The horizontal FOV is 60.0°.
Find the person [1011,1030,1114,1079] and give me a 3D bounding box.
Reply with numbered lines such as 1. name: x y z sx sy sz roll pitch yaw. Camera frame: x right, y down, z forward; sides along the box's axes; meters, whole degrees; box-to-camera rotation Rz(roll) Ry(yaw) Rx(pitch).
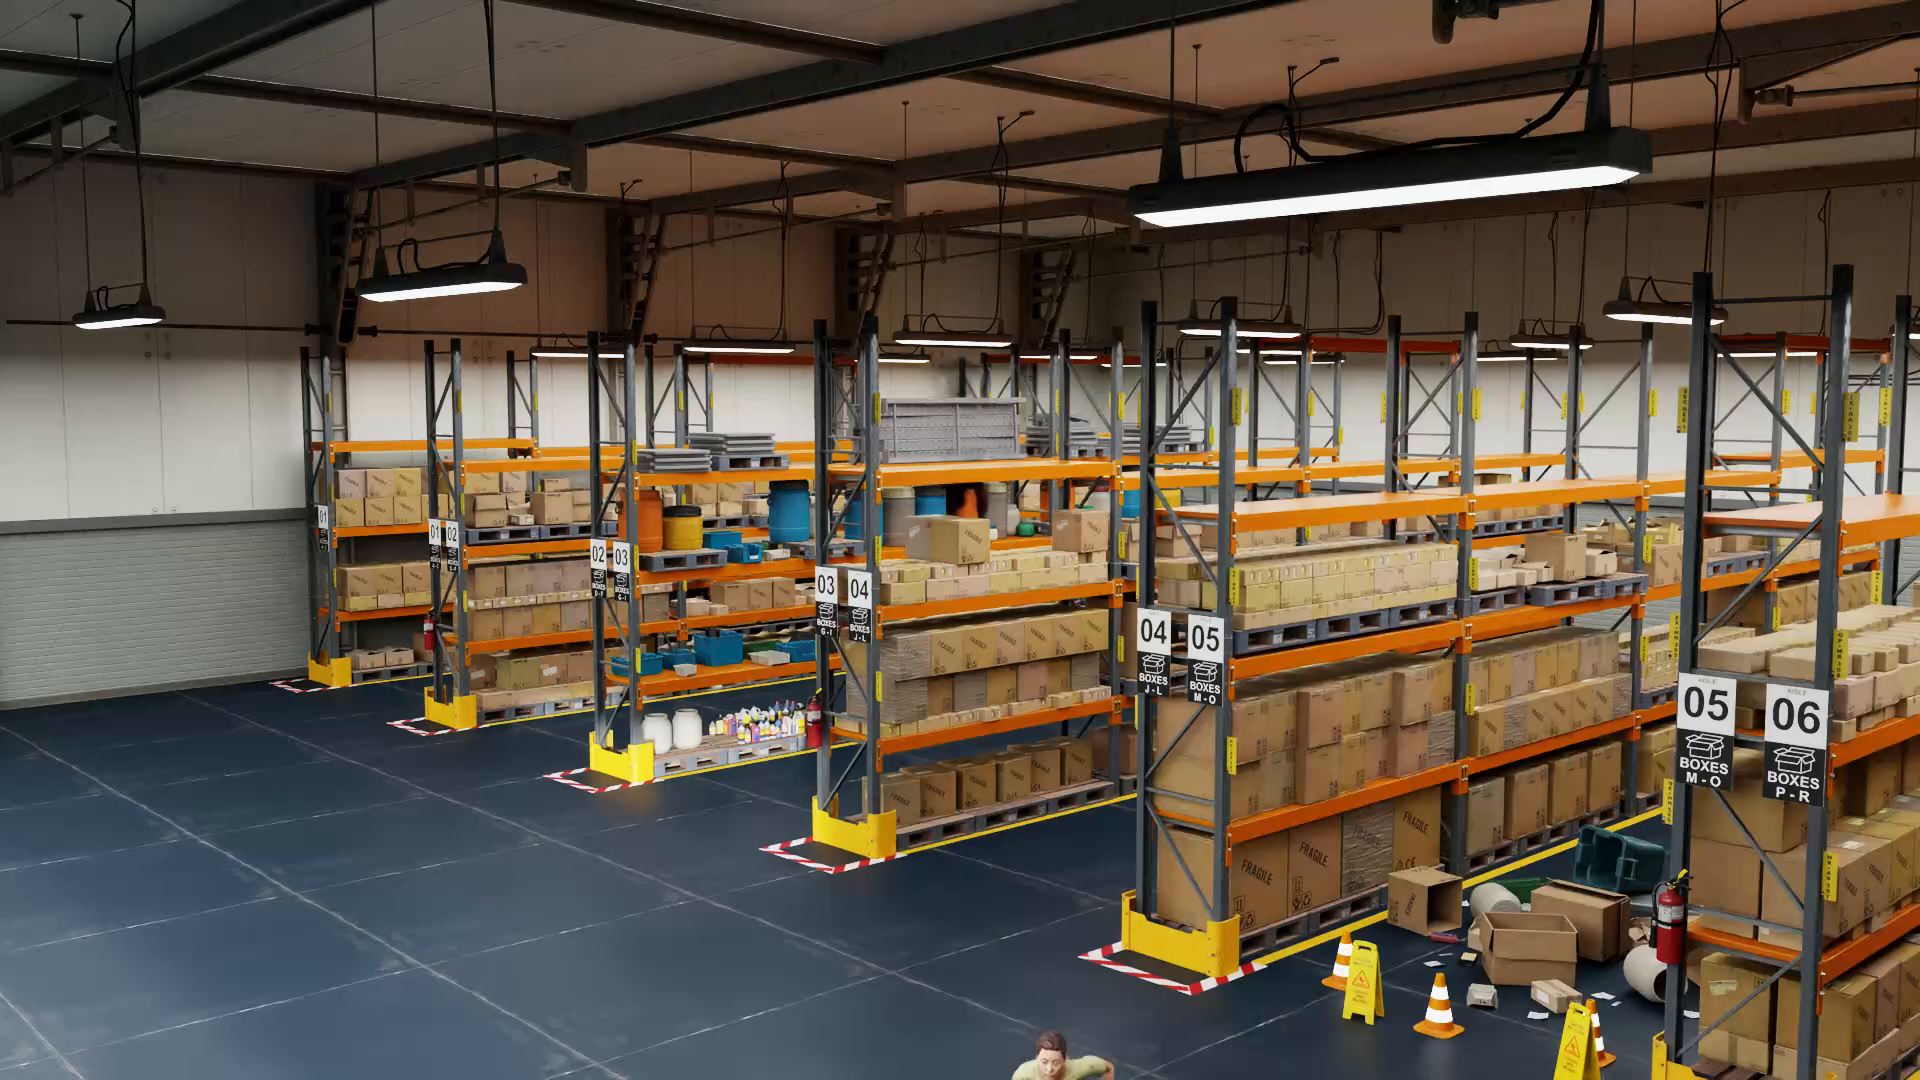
1. person: 0.596 3.541 9.754 0.619 1.626 0.961 1 5 10
